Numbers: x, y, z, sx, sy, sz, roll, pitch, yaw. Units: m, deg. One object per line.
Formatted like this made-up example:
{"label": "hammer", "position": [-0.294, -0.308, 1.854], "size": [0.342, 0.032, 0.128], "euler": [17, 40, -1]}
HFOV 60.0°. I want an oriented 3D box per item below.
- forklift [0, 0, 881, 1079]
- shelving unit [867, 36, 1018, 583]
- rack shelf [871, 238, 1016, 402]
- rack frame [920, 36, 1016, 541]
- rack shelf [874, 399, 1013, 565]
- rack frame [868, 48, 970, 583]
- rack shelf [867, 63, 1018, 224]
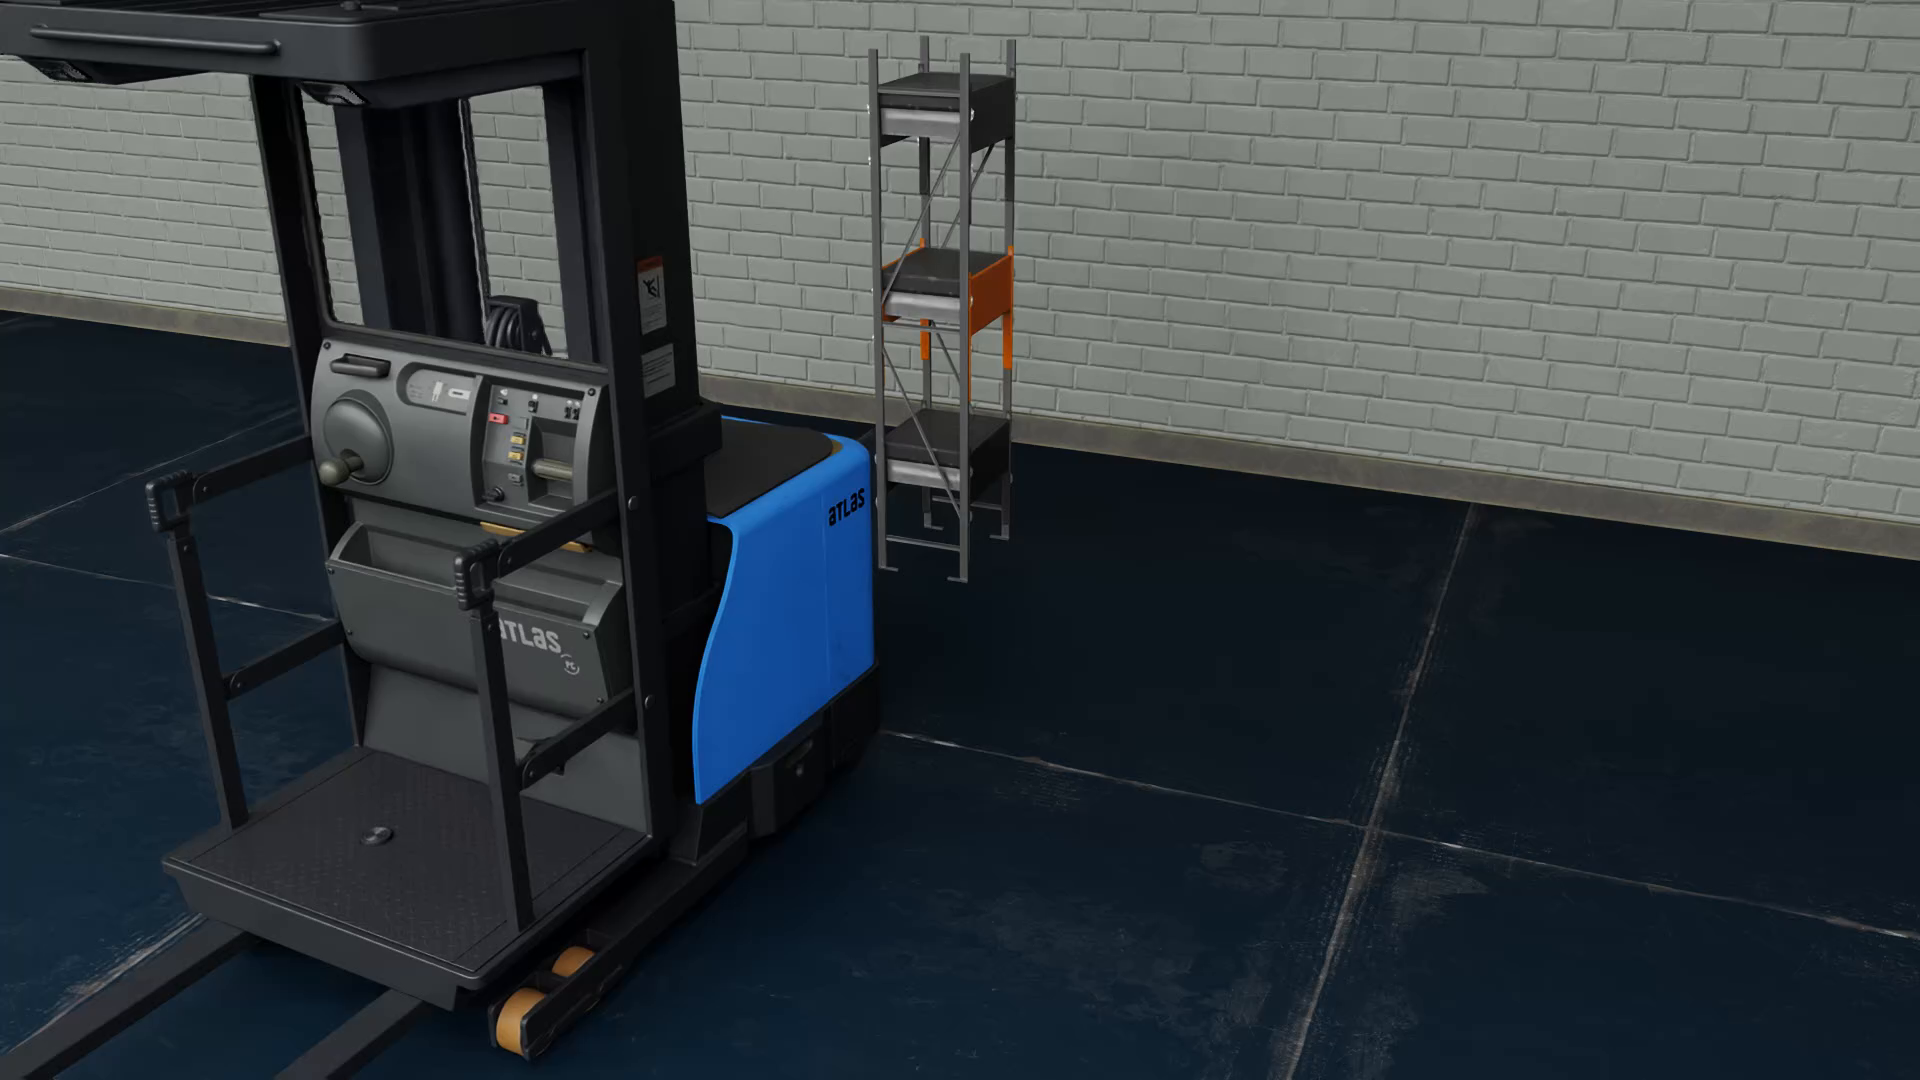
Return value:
{"label": "forklift", "position": [-1.390, -0.257, 4.063], "size": [1.130, 2.935, 3.031], "euler": [11, 25, 25]}
{"label": "shelving unit", "position": [-0.061, -0.910, 6.703], "size": [0.431, 2.100, 0.503], "euler": [9, 24, 20]}
{"label": "rack shelf", "position": [-0.061, -0.897, 6.709], "size": [0.431, 0.518, 0.480], "euler": [9, 24, 20]}
{"label": "rack frame", "position": [0.029, -0.997, 6.913], "size": [0.400, 2.100, 0.015], "euler": [9, 24, 20]}
{"label": "rack shelf", "position": [-0.061, -0.251, 6.979], "size": [0.431, 0.518, 0.480], "euler": [9, 24, 20]}
{"label": "rack frame", "position": [-0.152, -0.822, 6.494], "size": [0.400, 2.100, 0.015], "euler": [9, 24, 20]}
{"label": "rack shelf", "position": [-0.062, -1.543, 6.439], "size": [0.431, 0.518, 0.480], "euler": [9, 24, 20]}
